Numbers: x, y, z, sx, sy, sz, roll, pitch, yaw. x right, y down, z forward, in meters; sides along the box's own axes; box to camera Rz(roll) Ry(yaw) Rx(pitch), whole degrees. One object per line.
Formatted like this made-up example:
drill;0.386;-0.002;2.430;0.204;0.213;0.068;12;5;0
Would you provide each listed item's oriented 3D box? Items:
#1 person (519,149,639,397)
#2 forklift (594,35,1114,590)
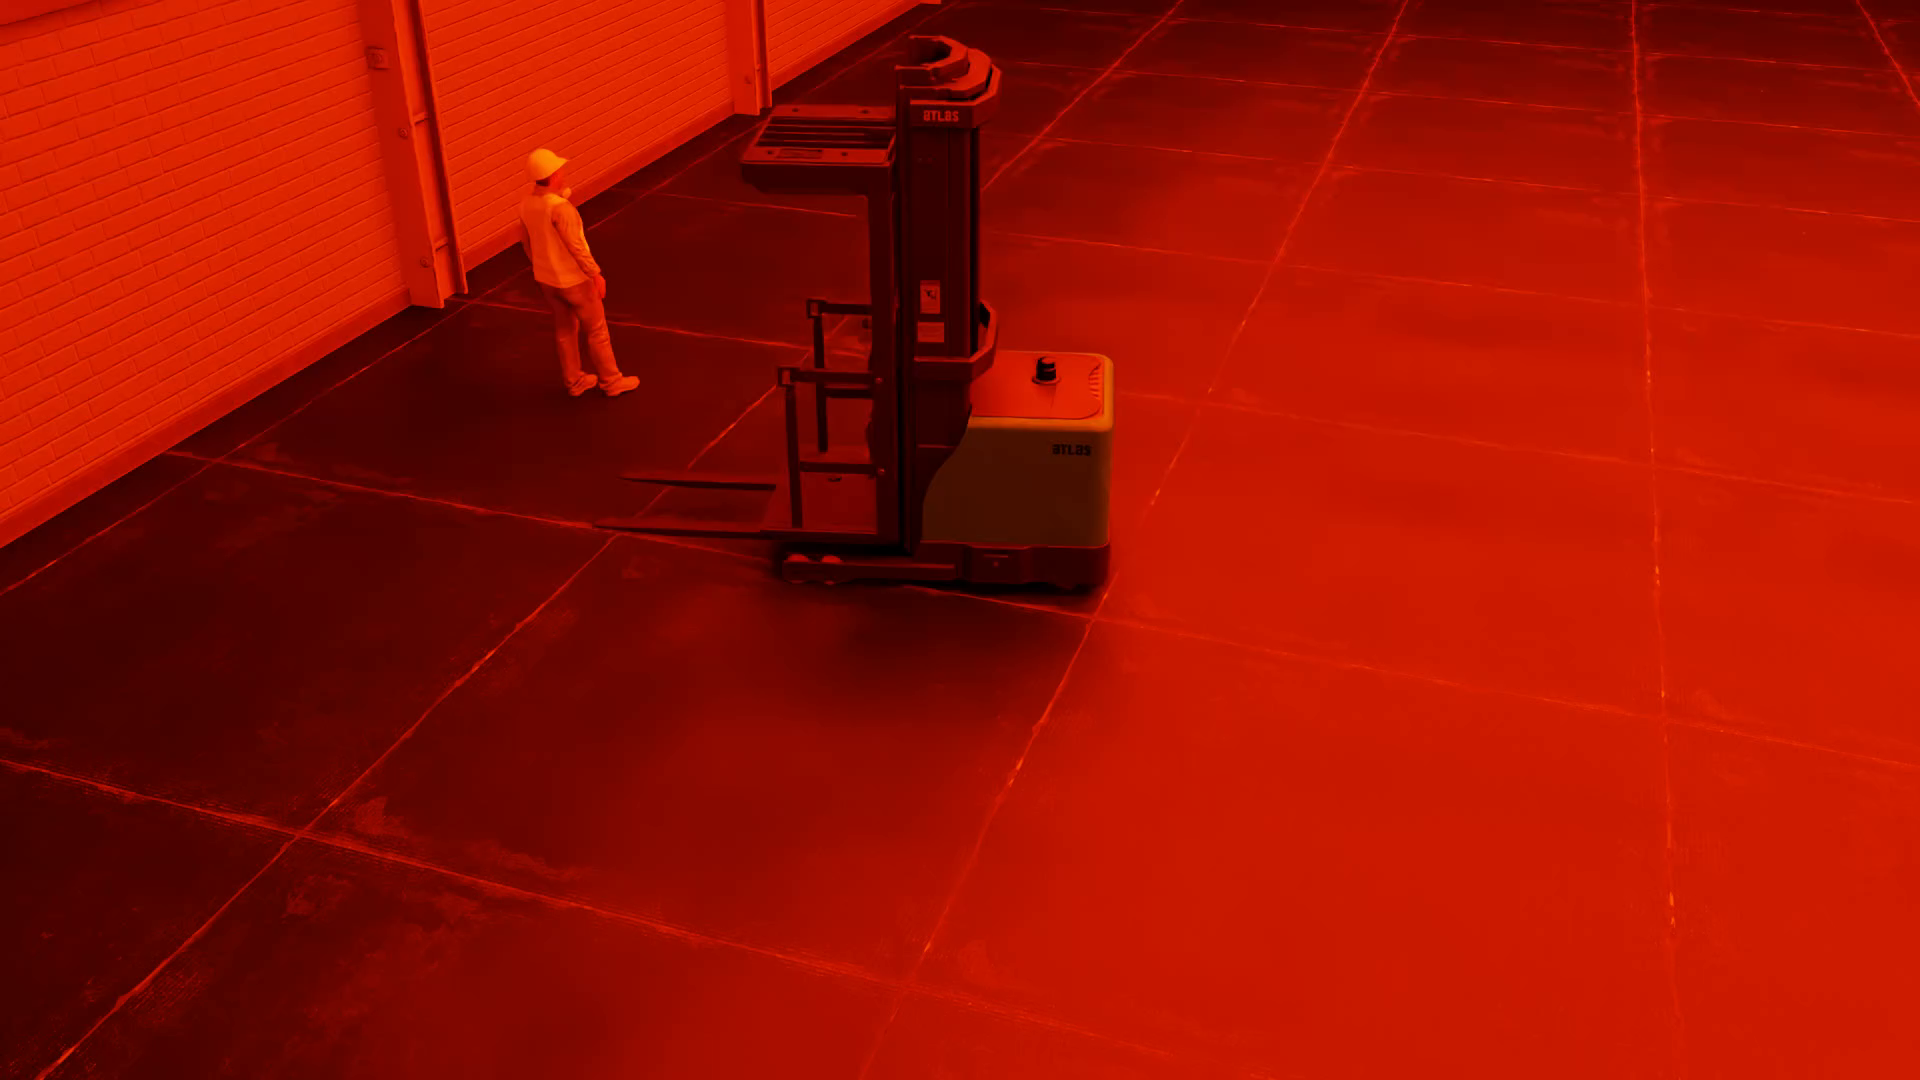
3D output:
person;-2.681;-1.857;11.557;0.651;1.780;0.562;19;35;30
forklift;-0.625;-1.272;9.368;3.031;2.935;1.130;2;30;4
